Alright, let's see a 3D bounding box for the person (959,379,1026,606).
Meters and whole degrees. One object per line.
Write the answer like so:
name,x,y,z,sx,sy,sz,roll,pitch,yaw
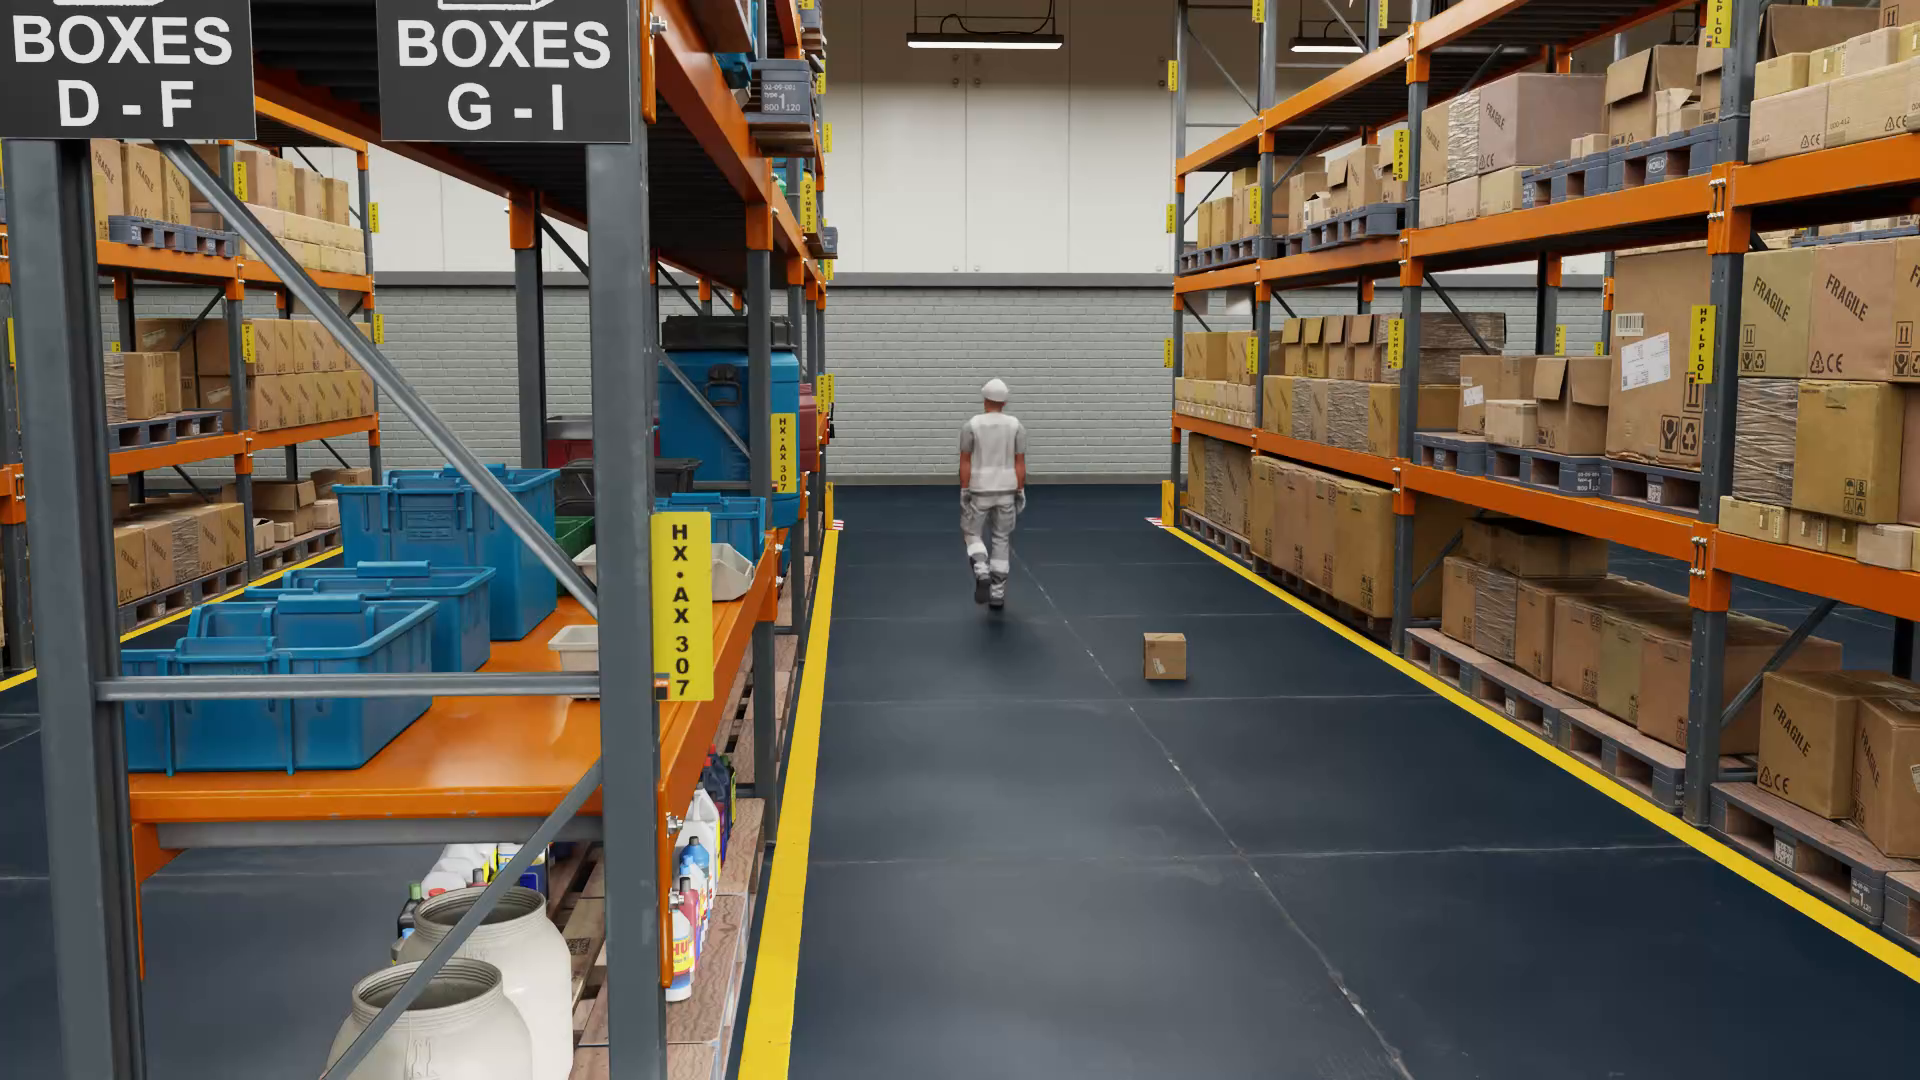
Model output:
person,0.255,-0.366,13.029,0.539,1.779,0.514,-1,7,-6
